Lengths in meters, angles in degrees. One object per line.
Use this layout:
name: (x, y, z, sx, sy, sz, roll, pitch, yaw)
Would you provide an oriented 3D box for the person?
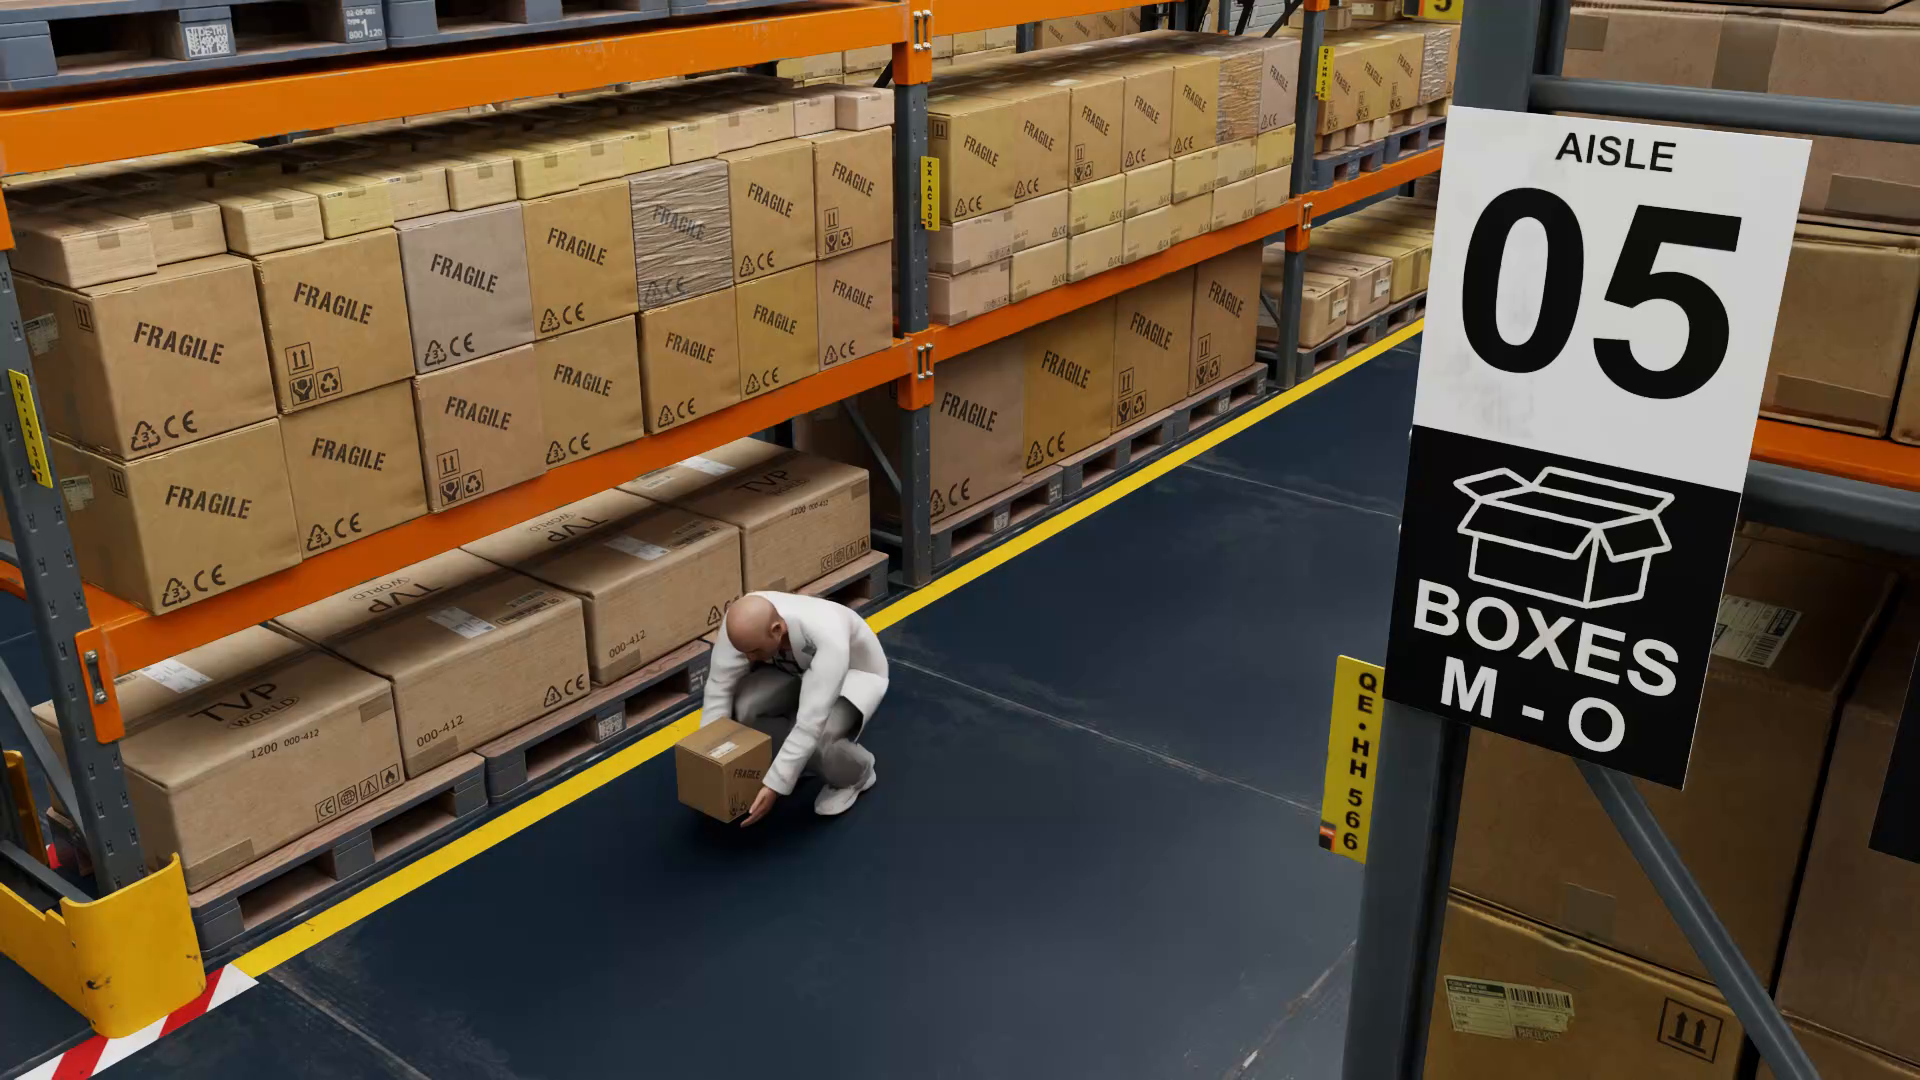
person: (-0.621, 0.576, 6.283, 0.609, 0.986, 0.911, 16, 28, 33)
